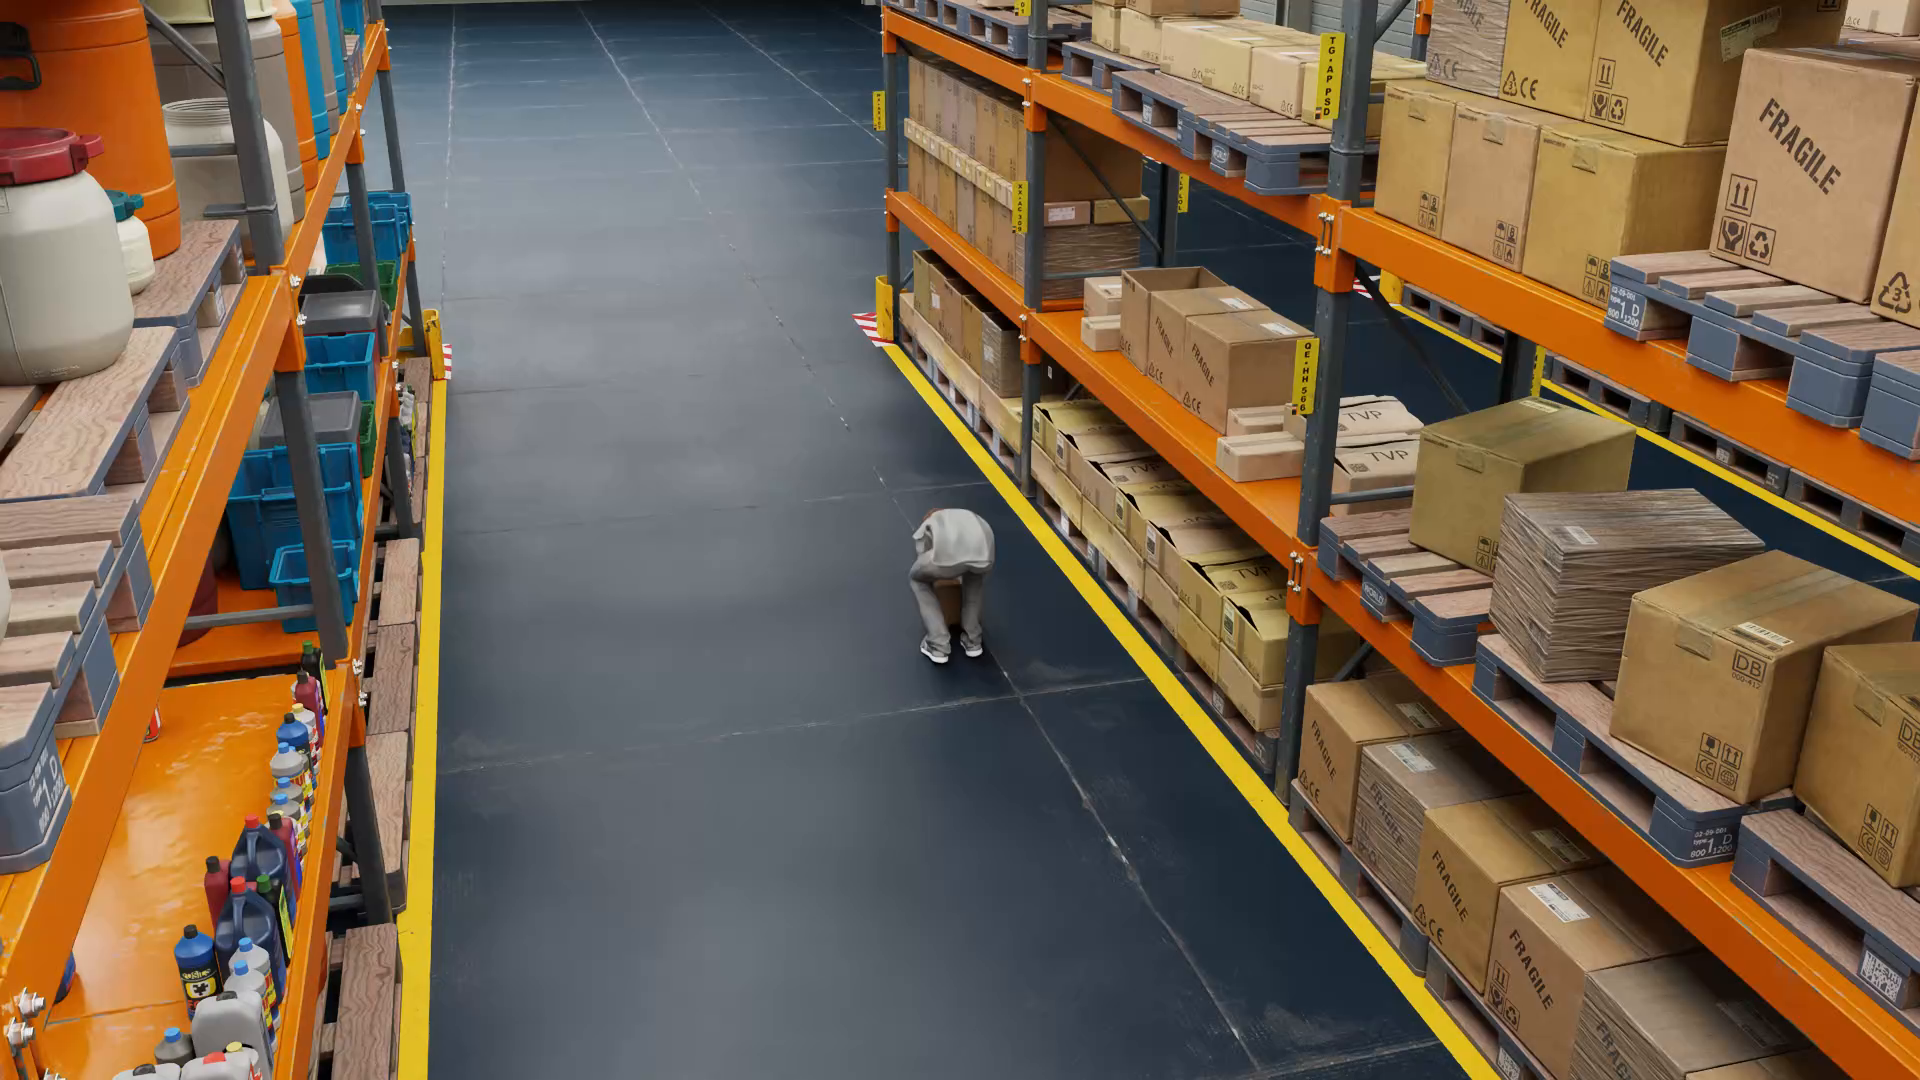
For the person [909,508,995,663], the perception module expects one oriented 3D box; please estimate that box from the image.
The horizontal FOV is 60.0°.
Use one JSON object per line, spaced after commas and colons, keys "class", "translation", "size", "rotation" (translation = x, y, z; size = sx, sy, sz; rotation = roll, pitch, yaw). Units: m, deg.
{"class": "person", "translation": [-0.058, 0.183, 9.130], "size": [0.461, 0.847, 0.855], "rotation": [-7, 24, -16]}
